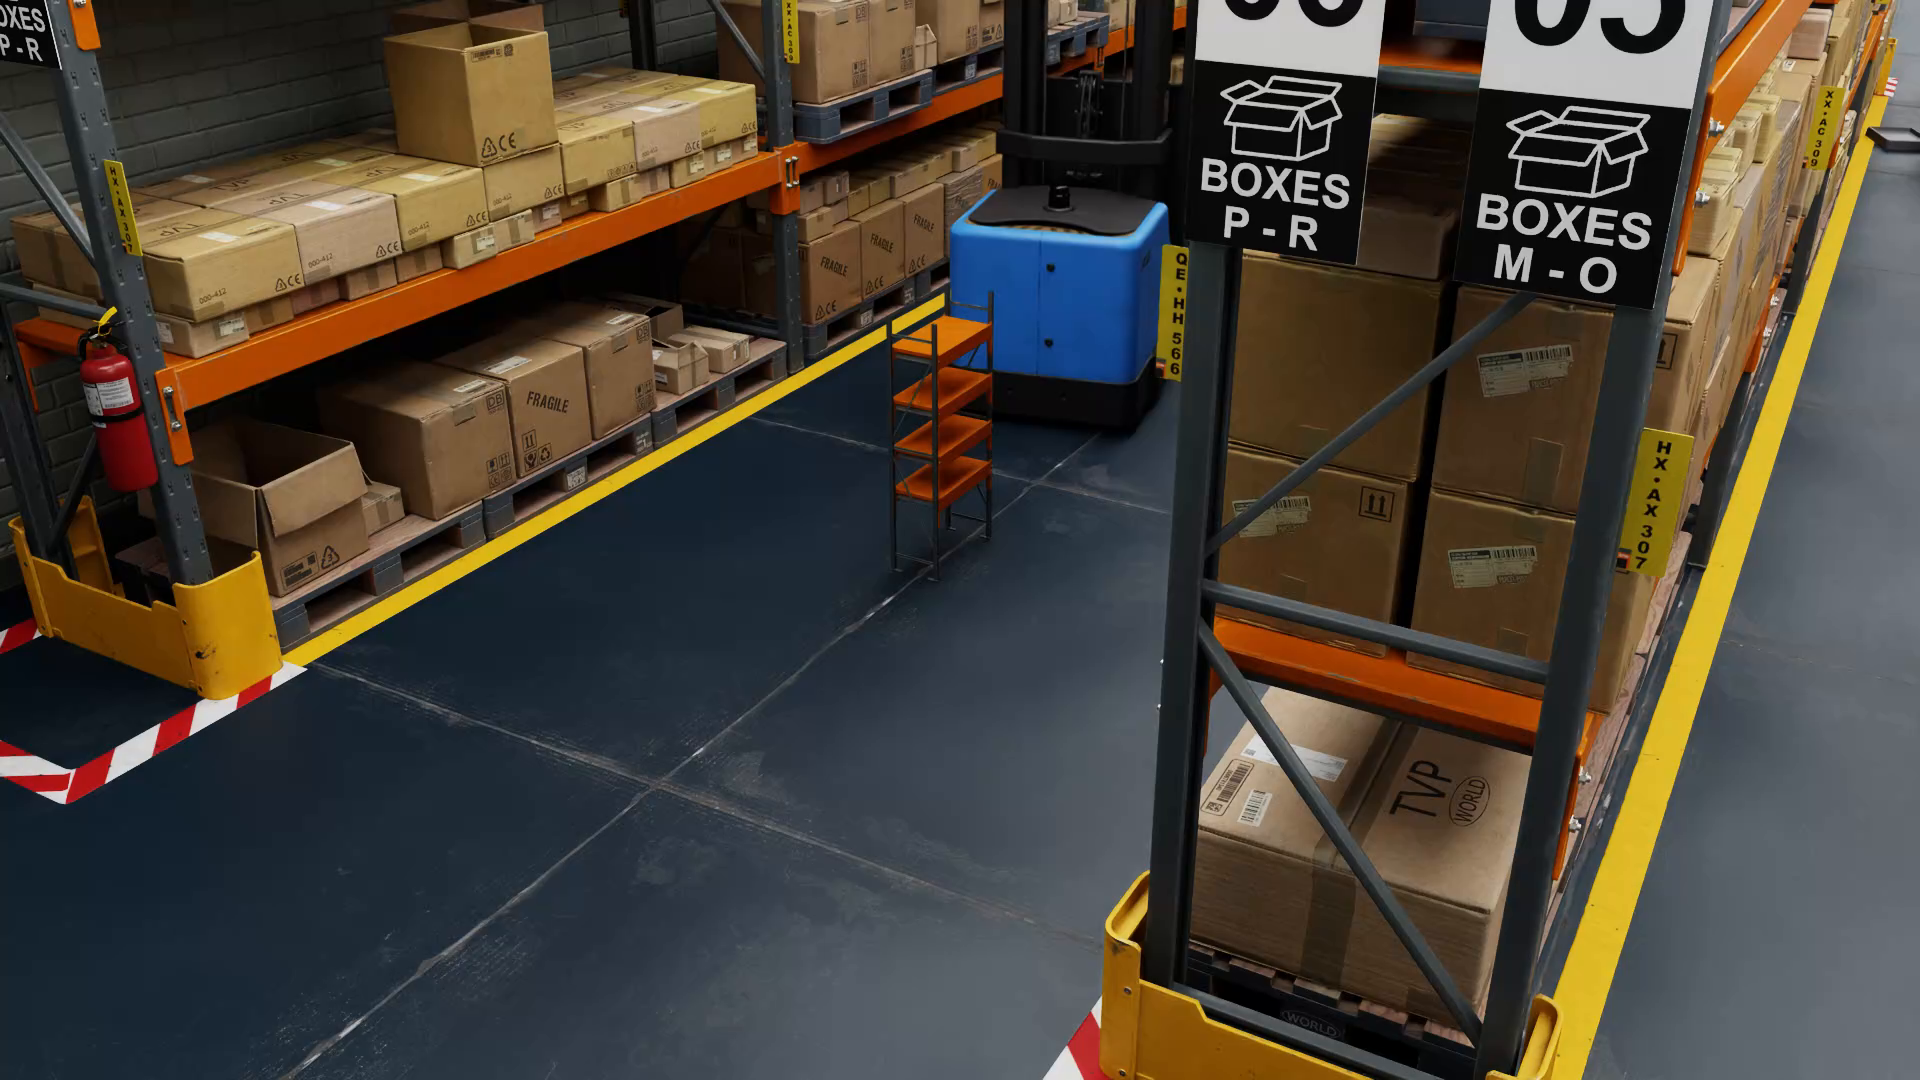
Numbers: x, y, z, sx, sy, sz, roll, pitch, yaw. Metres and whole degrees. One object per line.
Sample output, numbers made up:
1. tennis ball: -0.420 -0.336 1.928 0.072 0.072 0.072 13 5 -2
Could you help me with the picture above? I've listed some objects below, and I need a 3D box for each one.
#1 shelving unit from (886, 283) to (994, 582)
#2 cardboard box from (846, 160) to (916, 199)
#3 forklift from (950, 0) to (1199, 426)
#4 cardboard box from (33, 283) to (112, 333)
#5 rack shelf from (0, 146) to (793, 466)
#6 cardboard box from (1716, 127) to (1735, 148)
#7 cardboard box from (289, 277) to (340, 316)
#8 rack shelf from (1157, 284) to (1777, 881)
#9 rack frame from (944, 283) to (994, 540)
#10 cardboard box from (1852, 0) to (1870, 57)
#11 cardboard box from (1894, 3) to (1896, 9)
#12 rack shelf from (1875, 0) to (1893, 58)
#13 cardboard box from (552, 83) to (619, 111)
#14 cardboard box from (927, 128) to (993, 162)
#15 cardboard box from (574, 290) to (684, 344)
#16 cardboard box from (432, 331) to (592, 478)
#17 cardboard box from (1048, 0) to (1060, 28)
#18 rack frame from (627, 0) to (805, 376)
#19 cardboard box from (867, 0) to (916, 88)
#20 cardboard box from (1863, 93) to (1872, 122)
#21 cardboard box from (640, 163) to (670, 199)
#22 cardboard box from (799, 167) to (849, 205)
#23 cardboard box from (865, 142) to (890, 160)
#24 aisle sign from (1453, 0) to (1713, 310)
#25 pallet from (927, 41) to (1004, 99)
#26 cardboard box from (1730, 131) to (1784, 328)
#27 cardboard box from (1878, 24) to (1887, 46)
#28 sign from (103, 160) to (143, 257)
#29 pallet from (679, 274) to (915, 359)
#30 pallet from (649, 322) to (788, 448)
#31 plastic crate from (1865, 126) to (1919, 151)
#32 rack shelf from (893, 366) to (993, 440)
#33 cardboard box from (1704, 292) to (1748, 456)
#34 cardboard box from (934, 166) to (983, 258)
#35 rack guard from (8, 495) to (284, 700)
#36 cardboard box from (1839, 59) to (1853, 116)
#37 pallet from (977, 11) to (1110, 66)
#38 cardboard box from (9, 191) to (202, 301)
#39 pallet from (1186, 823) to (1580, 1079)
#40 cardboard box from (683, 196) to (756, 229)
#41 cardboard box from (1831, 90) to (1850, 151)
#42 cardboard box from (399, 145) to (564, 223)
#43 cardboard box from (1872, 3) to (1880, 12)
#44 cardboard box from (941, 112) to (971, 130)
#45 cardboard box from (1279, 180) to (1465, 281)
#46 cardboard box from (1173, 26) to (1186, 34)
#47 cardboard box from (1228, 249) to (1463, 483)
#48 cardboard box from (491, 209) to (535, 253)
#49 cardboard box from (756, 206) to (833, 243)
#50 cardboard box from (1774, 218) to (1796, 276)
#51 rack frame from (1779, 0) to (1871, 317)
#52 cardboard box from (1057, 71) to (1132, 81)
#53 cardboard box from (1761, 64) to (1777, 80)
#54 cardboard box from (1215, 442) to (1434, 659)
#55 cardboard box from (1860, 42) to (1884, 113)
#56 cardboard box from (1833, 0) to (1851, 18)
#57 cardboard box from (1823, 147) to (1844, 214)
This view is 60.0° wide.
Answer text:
1. shelving unit: -0.081 -0.472 7.353 0.258 1.200 0.503 14 30 26
2. cardboard box: -0.506 -2.296 10.585 0.380 0.149 0.250 14 30 26
3. forklift: 0.850 -2.550 9.571 1.130 2.935 3.031 8 28 15
4. cardboard box: -3.416 -0.946 6.569 0.380 0.149 0.250 14 30 26
5. rack shelf: -2.361 -1.327 7.854 1.077 0.370 4.000 14 30 26
6. cardboard box: 1.885 -1.052 4.547 0.380 0.149 0.250 15 30 27
7. cardboard box: -2.761 -1.044 6.766 0.380 0.149 0.250 14 30 25
8. rack shelf: 1.962 -0.236 5.674 1.077 0.370 4.000 14 30 26
9. rack frame: 0.039 -0.567 7.542 0.240 1.200 0.015 14 30 26
10. cardboard box: 4.642 -2.927 9.017 0.500 0.500 0.500 15 30 27
11. cardboard box: 8.434 -4.972 15.372 0.380 0.149 0.250 15 30 27
12. rack shelf: 7.865 -4.912 15.016 1.077 0.370 4.000 14 30 26
13. cardboard box: -2.097 -2.164 8.557 0.500 0.250 0.500 14 30 26
14. cardboard box: 0.001 -2.703 11.397 0.380 0.149 0.250 14 30 25
15. cardboard box: -1.908 -1.209 9.348 0.500 0.311 0.500 15 30 28
16. cardboard box: -2.160 -0.666 8.052 0.500 0.500 0.500 15 30 27
17. cardboard box: 0.353 -3.626 11.340 0.500 0.250 0.500 13 29 24
18. rack frame: -1.377 -2.428 9.250 1.000 3.000 0.127 14 30 26
19. cardboard box: -0.690 -3.002 9.815 0.700 0.500 0.500 15 30 27
20. cardboard box: 7.660 -3.794 14.581 0.500 0.250 0.500 16 31 29
21. cardboard box: -1.683 -1.827 8.330 0.380 0.149 0.250 15 30 27
22. cardboard box: -0.883 -2.115 9.890 0.380 0.149 0.250 13 29 24
23. cardboard box: -0.697 -2.601 11.194 0.380 0.149 0.250 13 29 24
24. aisle sign: 1.195 -0.849 3.190 0.394 0.787 0.004 14 30 26
25. pallet: -0.362 -3.143 10.891 1.003 0.211 1.213 14 30 26
26. cardboard box: 2.201 -0.994 5.156 0.500 0.500 0.500 14 30 26
27. cardboard box: 7.520 -4.244 13.918 0.380 0.149 0.250 15 30 27
28. sign: -2.873 -1.137 5.704 0.100 0.325 0.005 14 30 26
29. pallet: -1.010 -1.507 10.524 1.003 0.211 1.213 14 30 26
30. pallet: -1.716 -0.914 9.340 1.003 0.211 1.213 14 30 26
31. plastic crate: 8.368 -3.580 14.813 0.402 0.080 0.583 4 27 8
32. rack shelf: -0.081 -0.612 7.283 0.258 0.148 0.480 14 30 26
33. cardboard box: 2.187 -0.543 5.372 0.500 0.500 0.500 15 30 28
34. cardboard box: -0.180 -2.241 11.200 0.500 0.500 0.500 13 29 24
35. rack guard: -3.308 0.219 6.755 1.175 0.500 0.348 14 30 26
36. cardboard box: 4.413 -2.403 8.808 0.500 0.250 0.500 13 30 25
37. pallet: 0.318 -3.622 11.849 1.213 0.211 1.003 14 30 26
38. cardboard box: -3.350 -1.173 6.578 0.500 0.250 0.500 15 30 28
39. pallet: 1.303 1.140 5.237 1.003 0.211 1.213 14 30 26
40. cardboard box: -1.448 -1.995 9.984 0.380 0.149 0.250 13 29 24
41. cardboard box: 4.653 -2.372 9.305 0.500 0.250 0.500 15 30 27
42. cardboard box: -2.160 -1.652 7.534 0.500 0.250 0.500 13 30 25
43. cardboard box: 6.506 -3.961 12.124 0.380 0.149 0.250 14 30 27
44. cardboard box: -0.144 -3.001 11.992 0.380 0.149 0.250 15 30 27
45. cardboard box: 0.980 -0.744 3.932 0.380 0.149 0.250 15 30 27
46. cardboard box: 2.311 -4.466 15.505 0.875 0.625 0.625 16 31 28
47. cardboard box: 1.008 -0.510 4.189 0.500 0.500 0.500 15 30 28
48. cardboard box: -2.156 -1.423 7.523 0.380 0.149 0.250 15 30 27
49. cardboard box: -0.969 -1.870 9.733 0.380 0.149 0.250 16 31 28
50. cardboard box: 3.392 -1.383 7.330 0.500 0.250 0.500 13 30 25
51. rack frame: 4.914 -2.896 10.184 1.000 3.000 0.127 14 30 26
52. cardboard box: 0.909 -3.353 13.282 0.875 0.625 0.625 15 30 28
53. cardboard box: 2.388 -1.444 5.331 0.380 0.149 0.250 14 30 25
54. cardboard box: 0.985 -0.069 4.425 0.500 0.500 0.500 14 30 26
55. cardboard box: 7.407 -3.919 13.992 0.500 0.500 0.500 16 31 28
56. cardboard box: 3.639 -2.141 7.448 0.500 0.500 0.500 14 30 26
57. cardboard box: 5.934 -2.710 12.279 0.950 0.372 0.625 15 30 28
